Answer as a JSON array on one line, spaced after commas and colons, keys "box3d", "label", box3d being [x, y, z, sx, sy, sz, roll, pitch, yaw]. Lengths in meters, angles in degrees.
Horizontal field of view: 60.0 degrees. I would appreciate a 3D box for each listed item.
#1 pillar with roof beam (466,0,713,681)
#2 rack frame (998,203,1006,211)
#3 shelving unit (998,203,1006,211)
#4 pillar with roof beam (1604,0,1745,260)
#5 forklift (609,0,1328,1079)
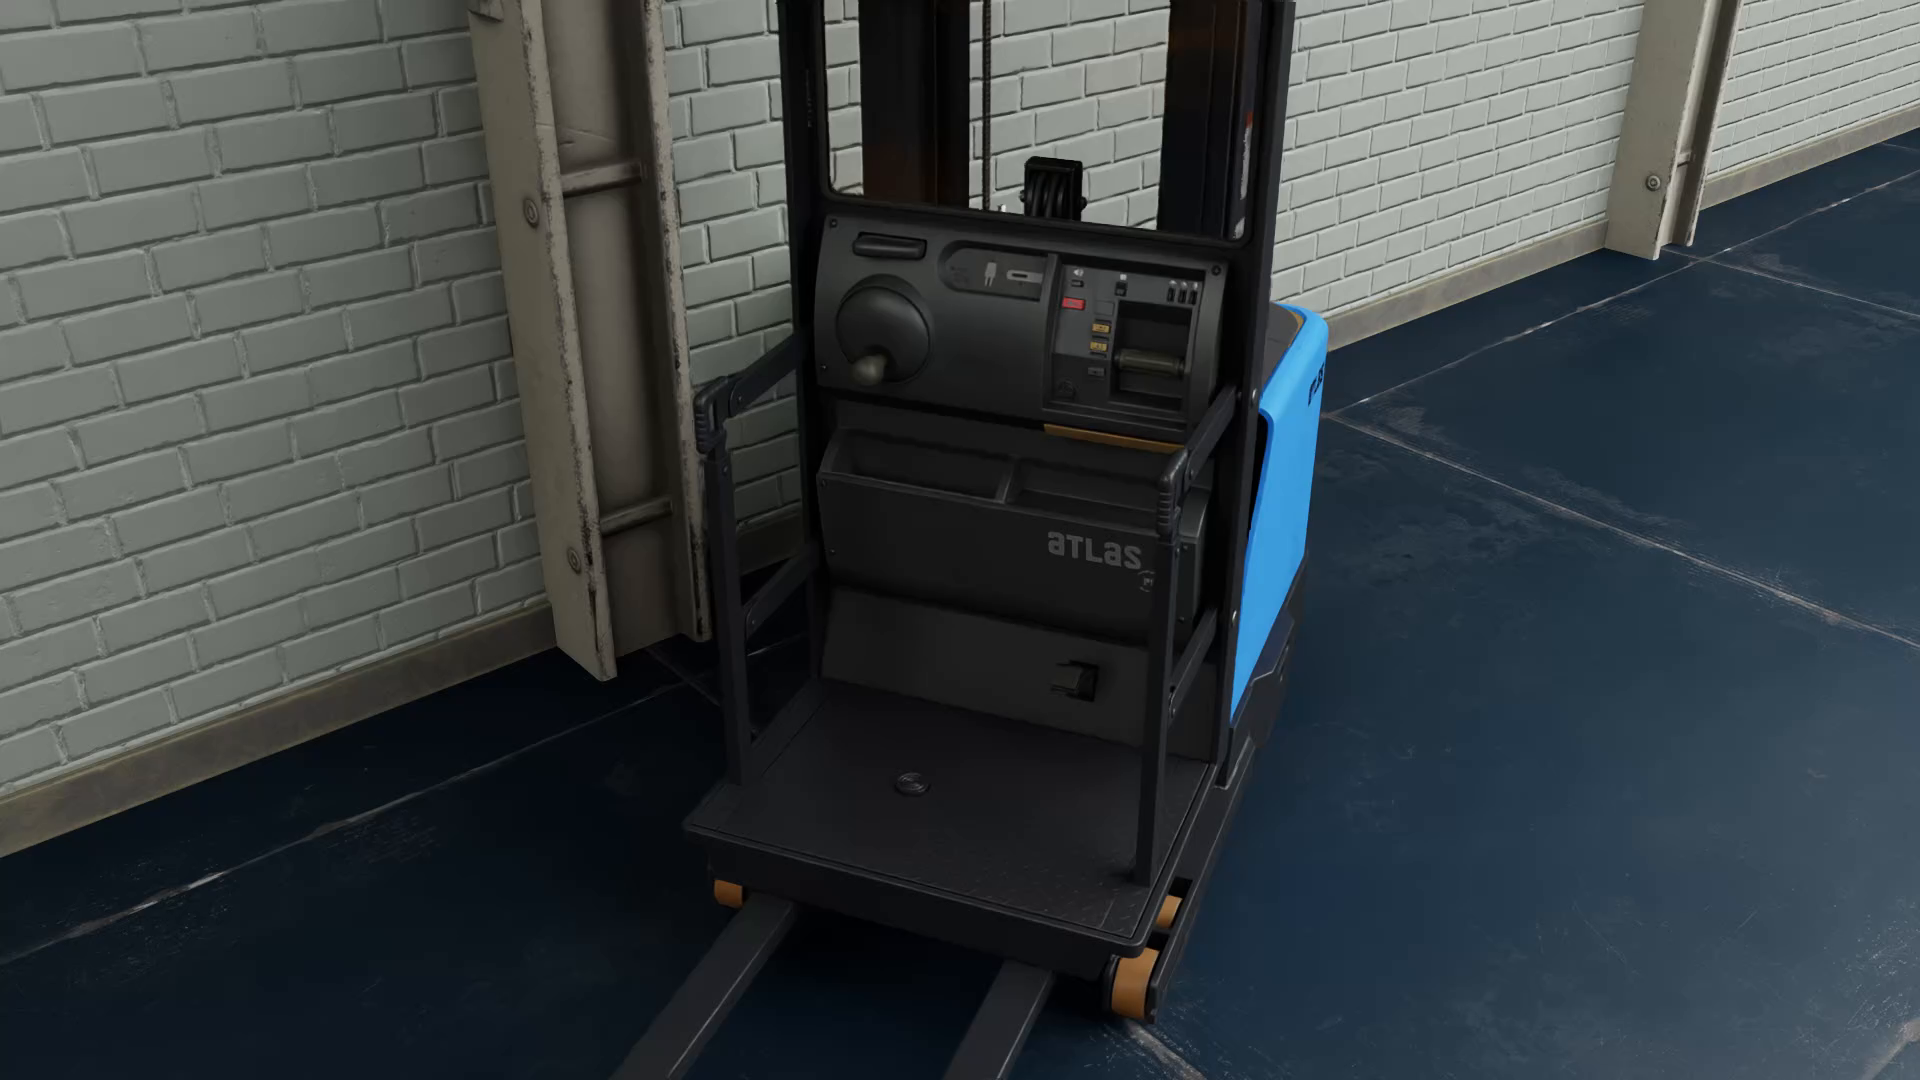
[{"box3d": [1.777, -2.117, 0.164, 0.400, 9.000, 9.100, -22, 35, -35], "label": "pillar with roof beam"}, {"box3d": [0.060, -0.553, 5.512, 0.015, 1.200, 0.240, -22, 35, -35], "label": "rack frame"}, {"box3d": [-0.126, -0.479, 5.372, 0.503, 1.200, 0.258, -22, 35, -35], "label": "shelving unit"}, {"box3d": [6.342, -3.953, 3.599, 0.400, 9.000, 9.100, -22, 35, -35], "label": "pillar with roof beam"}, {"box3d": [0.039, -0.441, 3.466, 1.130, 2.935, 3.031, 11, 30, 19], "label": "forklift"}]
